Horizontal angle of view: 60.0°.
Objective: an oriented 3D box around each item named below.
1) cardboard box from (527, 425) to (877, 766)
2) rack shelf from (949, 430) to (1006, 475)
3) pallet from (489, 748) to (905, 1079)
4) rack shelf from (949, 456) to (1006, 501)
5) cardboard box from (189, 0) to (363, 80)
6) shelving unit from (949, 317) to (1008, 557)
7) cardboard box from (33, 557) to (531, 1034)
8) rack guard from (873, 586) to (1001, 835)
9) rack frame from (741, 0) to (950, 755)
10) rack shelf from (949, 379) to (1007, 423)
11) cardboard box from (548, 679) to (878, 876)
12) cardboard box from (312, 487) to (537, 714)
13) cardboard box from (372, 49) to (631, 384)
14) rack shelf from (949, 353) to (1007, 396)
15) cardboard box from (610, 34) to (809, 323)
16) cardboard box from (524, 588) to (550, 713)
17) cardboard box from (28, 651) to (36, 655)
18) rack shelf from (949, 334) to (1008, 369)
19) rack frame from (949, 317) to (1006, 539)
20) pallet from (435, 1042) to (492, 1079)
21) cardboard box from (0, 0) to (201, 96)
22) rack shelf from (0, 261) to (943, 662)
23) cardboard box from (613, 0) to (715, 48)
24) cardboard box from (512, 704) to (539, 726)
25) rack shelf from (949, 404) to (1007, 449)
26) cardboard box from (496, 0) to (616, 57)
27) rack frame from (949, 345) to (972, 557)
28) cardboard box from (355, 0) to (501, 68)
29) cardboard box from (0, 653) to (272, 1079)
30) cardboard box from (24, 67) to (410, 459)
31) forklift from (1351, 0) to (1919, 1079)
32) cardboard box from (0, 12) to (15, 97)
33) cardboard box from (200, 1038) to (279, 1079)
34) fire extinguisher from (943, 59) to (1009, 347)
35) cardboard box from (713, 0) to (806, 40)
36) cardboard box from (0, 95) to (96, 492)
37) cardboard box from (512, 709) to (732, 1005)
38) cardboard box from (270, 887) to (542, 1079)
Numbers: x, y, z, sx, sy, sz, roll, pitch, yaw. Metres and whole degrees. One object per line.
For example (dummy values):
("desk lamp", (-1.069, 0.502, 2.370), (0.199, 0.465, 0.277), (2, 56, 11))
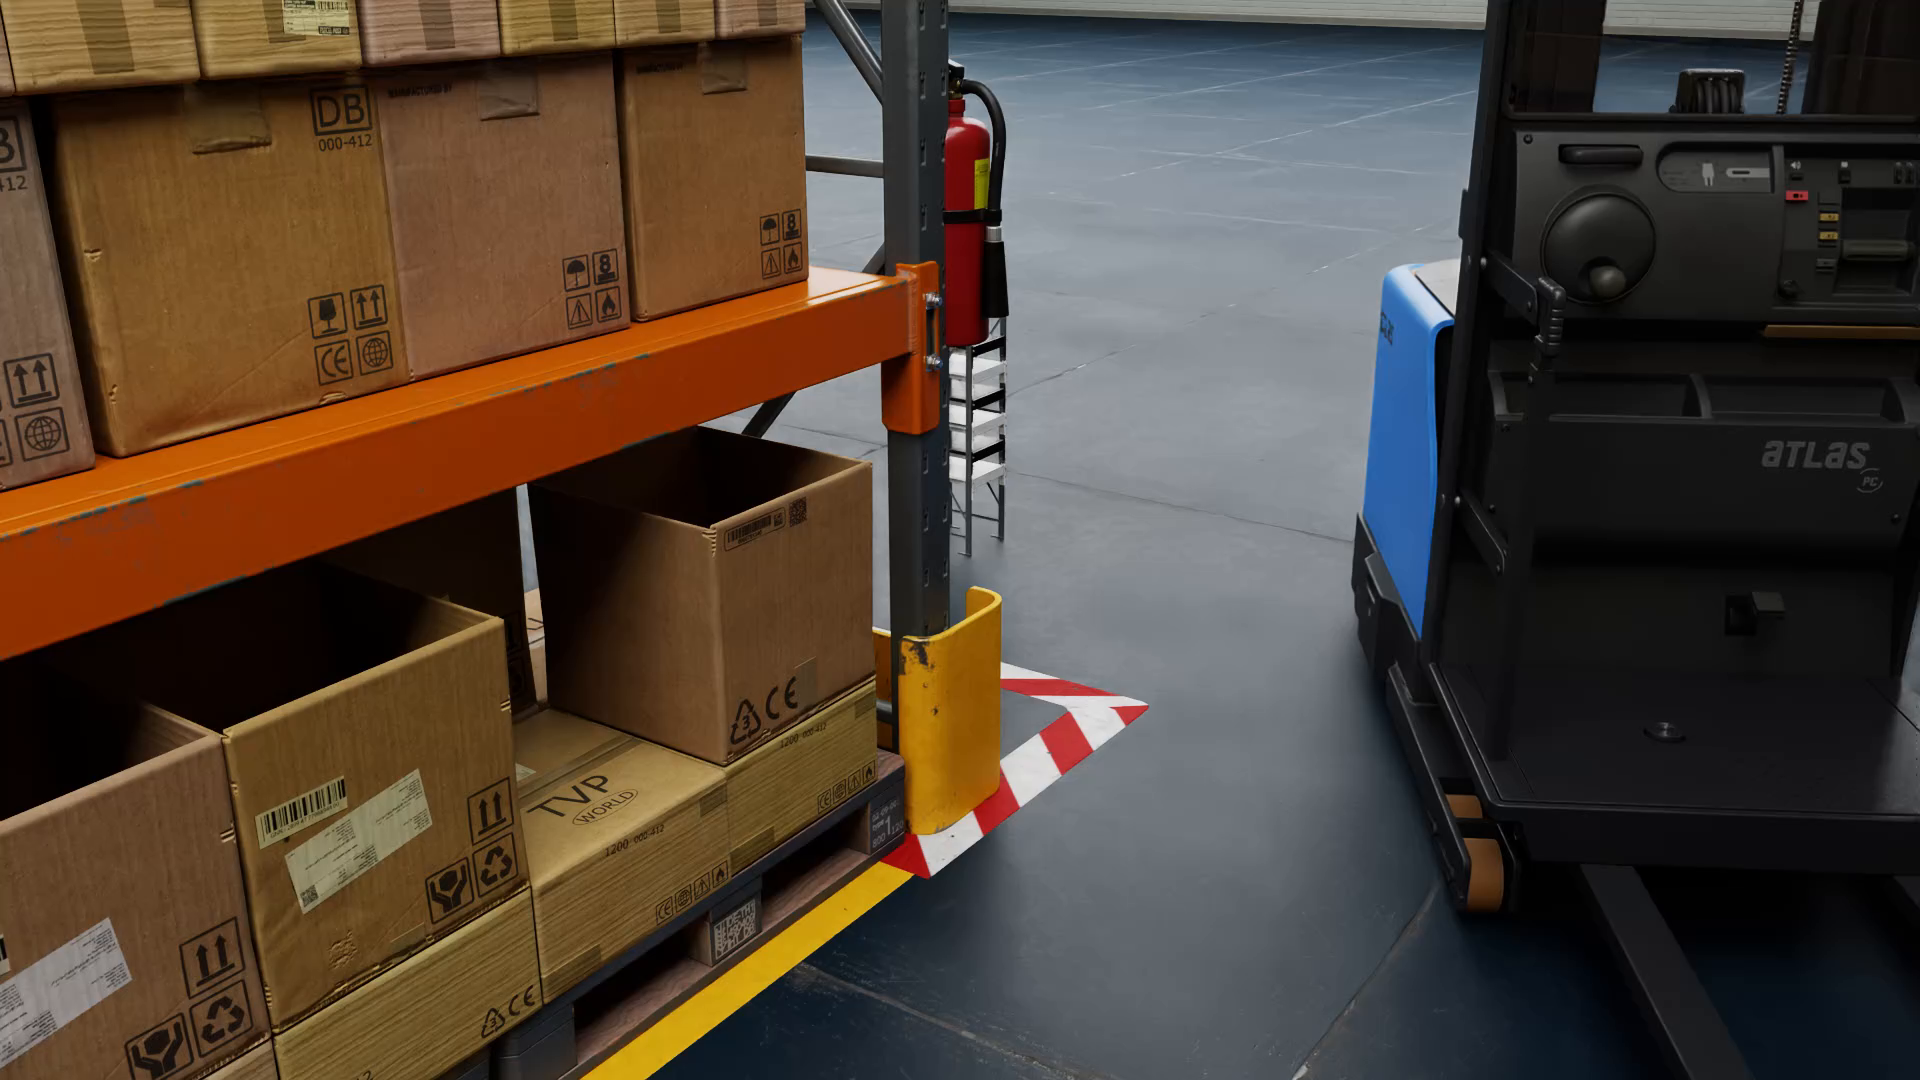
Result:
("cardboard box", (-0.525, 0.090, 3.474), (0.500, 0.500, 0.500), (13, 24, 32))
("rack shelf", (-0.005, -0.304, 5.645), (0.258, 0.077, 0.200), (13, 24, 32))
("pallet", (-0.865, 0.673, 3.642), (1.003, 0.211, 1.213), (13, 24, 32))
("rack shelf", (-0.005, -0.220, 5.677), (0.258, 0.077, 0.200), (13, 24, 32))
("cardboard box", (-1.107, -0.771, 2.446), (0.380, 0.149, 0.250), (14, 25, 33))
("shelving unit", (-0.005, -0.420, 5.603), (0.258, 0.900, 0.210), (13, 24, 32))
("cardboard box", (-1.075, 0.380, 2.691), (0.500, 0.500, 0.500), (13, 24, 32))
("rack guard", (-0.456, 0.303, 4.225), (1.175, 0.500, 0.348), (13, 24, 32))
("rack frame", (-0.469, -0.863, 3.773), (1.000, 3.000, 0.127), (13, 24, 32))
("rack shelf", (-0.005, -0.473, 5.583), (0.258, 0.077, 0.200), (13, 24, 32))
("cardboard box", (-0.526, 0.442, 3.606), (0.500, 0.250, 0.500), (13, 24, 32))
("cardboard box", (-1.234, 0.133, 3.360), (0.500, 0.500, 0.500), (13, 24, 32))
("cardboard box", (-1.034, -0.626, 2.991), (0.700, 0.500, 0.500), (14, 24, 33))
("rack shelf", (-0.005, -0.557, 5.552), (0.258, 0.077, 0.200), (13, 24, 32))
("cardboard box", (-0.742, -0.778, 3.400), (0.700, 0.500, 0.500), (13, 24, 32))
("cardboard box", (-0.955, 0.341, 3.879), (0.500, 0.250, 0.500), (13, 24, 32))
("cardboard box", (-1.505, 0.279, 2.965), (0.500, 0.500, 0.500), (13, 24, 32))
("rack shelf", (-0.005, -0.642, 5.520), (0.258, 0.077, 0.200), (13, 24, 32))
("rack frame", (0.053, -0.449, 5.681), (0.240, 0.900, 0.006), (13, 24, 32))
("pallet", (-1.551, 1.021, 2.699), (1.003, 0.211, 1.213), (13, 24, 32))
("cardboard box", (-1.253, -0.695, 2.241), (0.380, 0.149, 0.250), (14, 25, 33))
("rack shelf", (-1.594, 0.049, 2.347), (1.077, 0.370, 4.000), (13, 24, 32))
("cardboard box", (-0.673, -0.992, 3.043), (0.380, 0.149, 0.250), (14, 24, 33))
("cardboard box", (-1.233, 0.485, 3.489), (0.500, 0.250, 0.500), (13, 24, 32))
("rack shelf", (-0.005, -0.388, 5.614), (0.258, 0.077, 0.200), (13, 24, 32))
("cardboard box", (-0.816, -0.918, 2.844), (0.380, 0.149, 0.250), (13, 24, 31))
("rack frame", (-0.062, -0.391, 5.524), (0.240, 0.900, 0.006), (13, 24, 32))
("cardboard box", (-0.959, -0.846, 2.650), (0.380, 0.149, 0.250), (14, 24, 33))
("cardboard box", (-1.357, 0.523, 2.304), (0.500, 0.500, 0.500), (13, 24, 32))
("cardboard box", (-1.318, -0.485, 2.608), (0.700, 0.500, 0.500), (13, 24, 32))
("forklift", (1.635, -0.662, 3.331), (1.130, 2.935, 3.031), (1, 20, 4))
("cardboard box", (-1.397, -0.621, 2.042), (0.380, 0.149, 0.250), (13, 24, 31))
("cardboard box", (-1.360, 0.874, 2.436), (0.500, 0.250, 0.500), (13, 24, 32))
("fire extinguisher", (-0.019, -0.770, 3.633), (0.296, 0.674, 0.183), (13, 24, 32))
("cardboard box", (-0.527, -1.067, 3.246), (0.380, 0.149, 0.250), (13, 24, 31))
("cardboard box", (-1.610, -0.333, 2.198), (0.700, 0.500, 0.500), (14, 25, 33))
("cardboard box", (-0.798, 0.587, 3.211), (0.500, 0.250, 0.500), (13, 24, 32))
("cardboard box", (-1.077, 0.731, 2.823), (0.500, 0.250, 0.500), (13, 24, 32))
